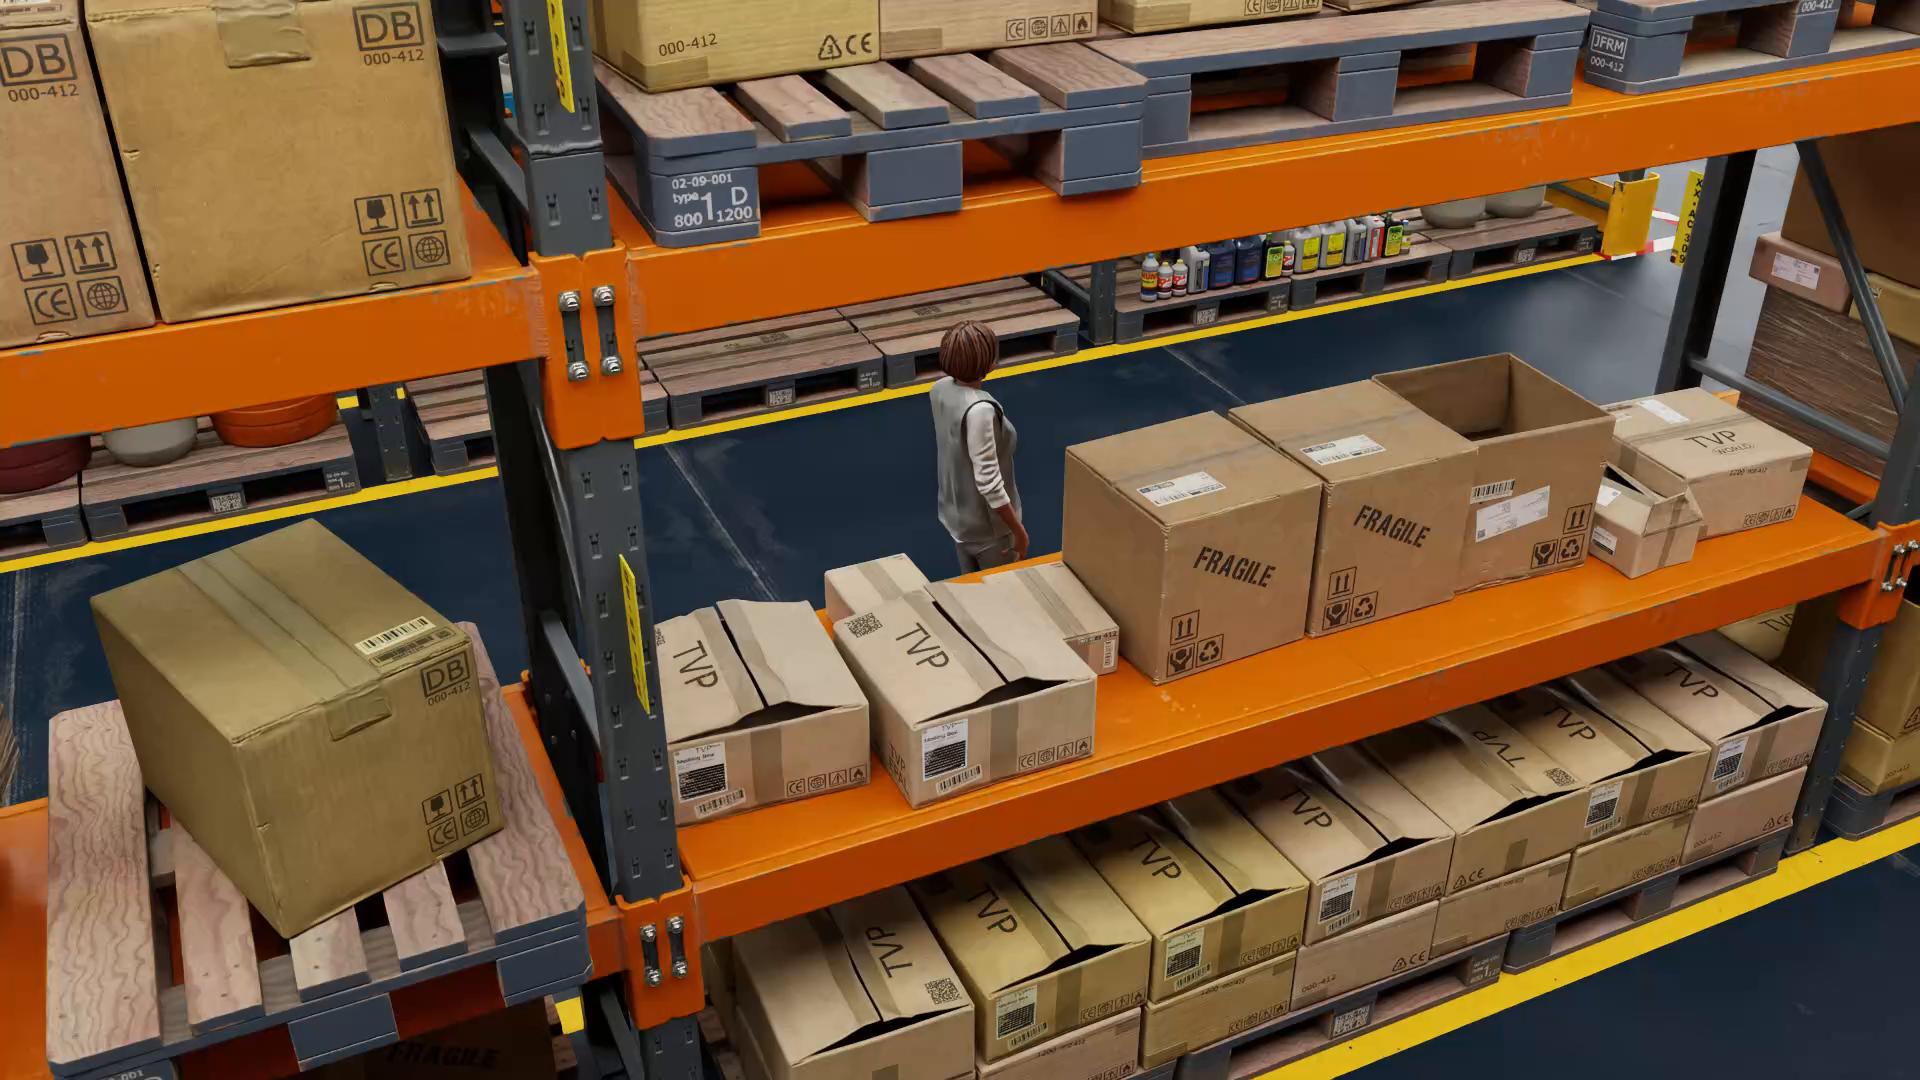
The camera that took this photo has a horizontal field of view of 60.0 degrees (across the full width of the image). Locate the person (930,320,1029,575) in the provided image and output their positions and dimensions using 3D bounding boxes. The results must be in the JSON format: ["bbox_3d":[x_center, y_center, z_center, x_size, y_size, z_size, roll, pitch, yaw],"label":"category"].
[{"bbox_3d":[0.155,-0.081,6.262,0.472,1.600,0.521,-13,32,-21],"label":"person"}]
